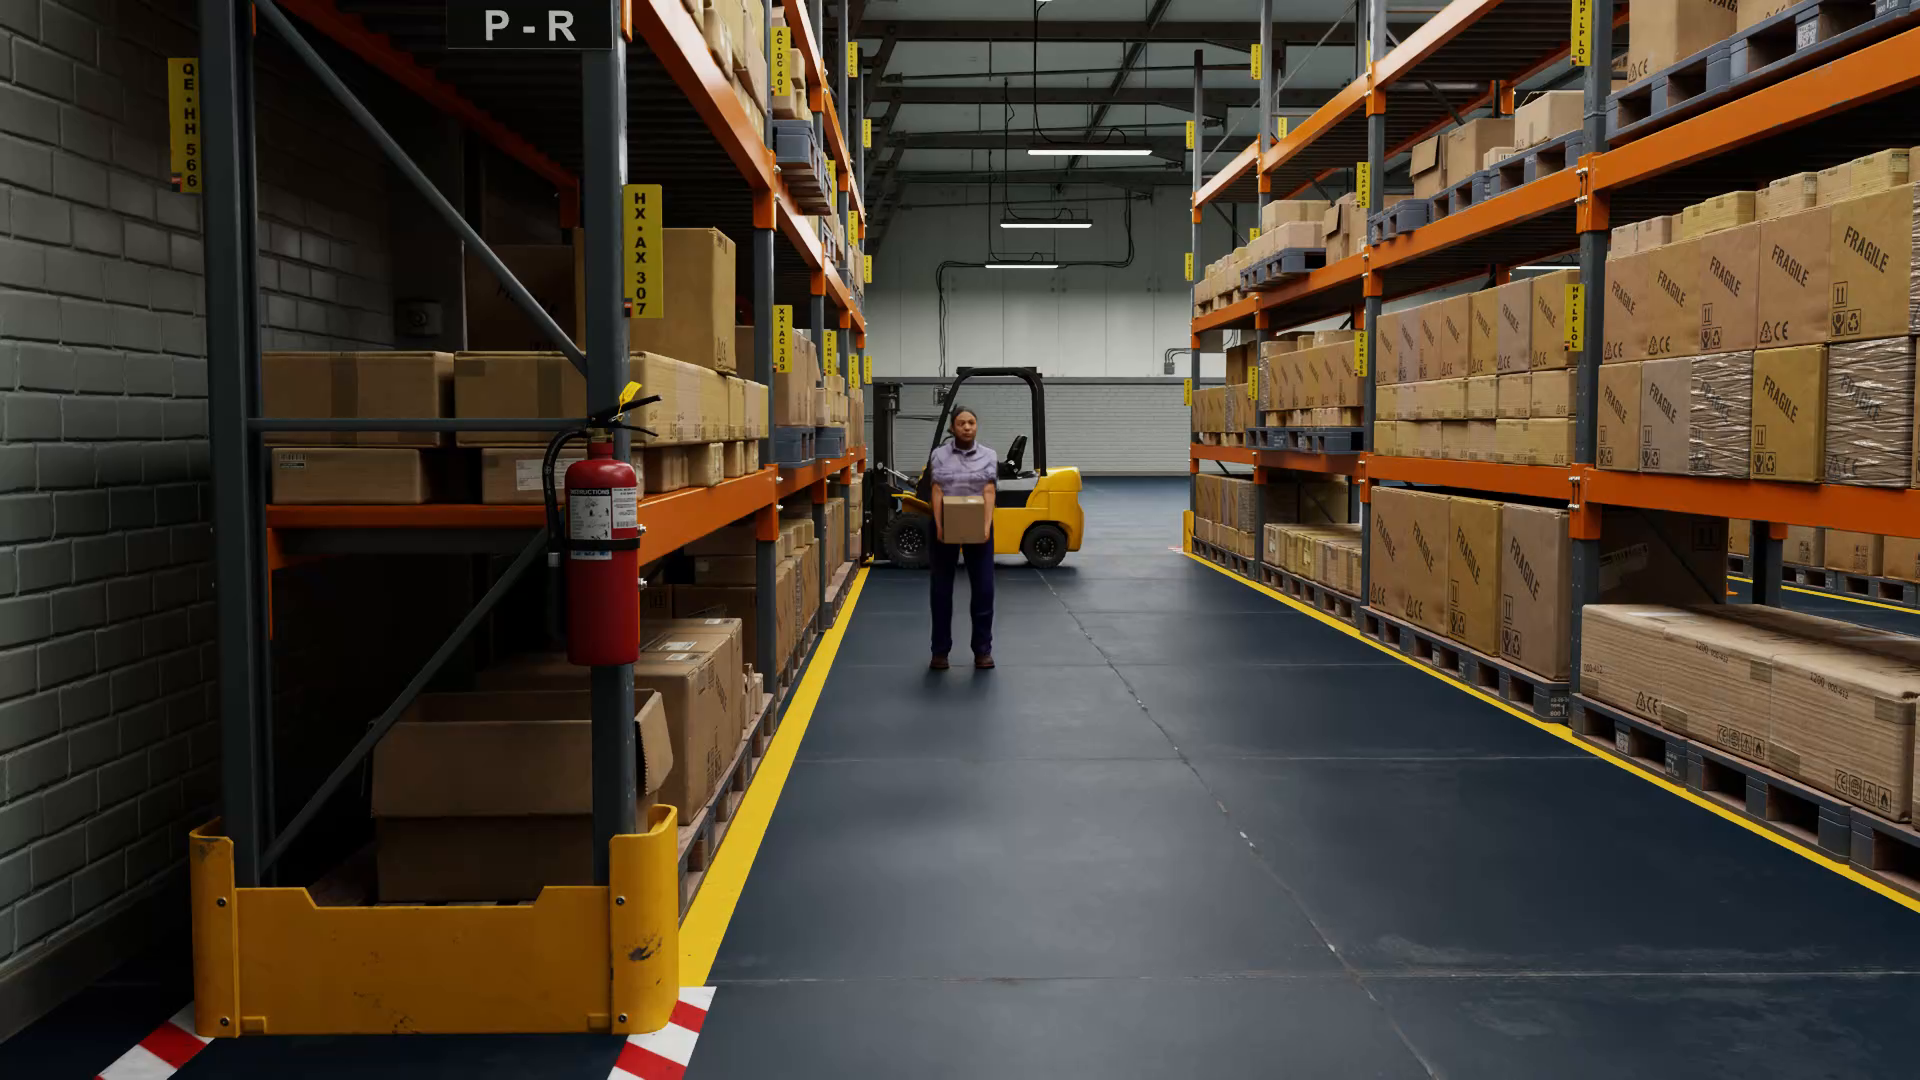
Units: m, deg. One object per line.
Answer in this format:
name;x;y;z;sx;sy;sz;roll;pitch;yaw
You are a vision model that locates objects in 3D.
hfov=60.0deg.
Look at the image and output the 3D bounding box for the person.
person;0.023;-0.022;10.493;0.564;1.637;0.367;0;4;-5
